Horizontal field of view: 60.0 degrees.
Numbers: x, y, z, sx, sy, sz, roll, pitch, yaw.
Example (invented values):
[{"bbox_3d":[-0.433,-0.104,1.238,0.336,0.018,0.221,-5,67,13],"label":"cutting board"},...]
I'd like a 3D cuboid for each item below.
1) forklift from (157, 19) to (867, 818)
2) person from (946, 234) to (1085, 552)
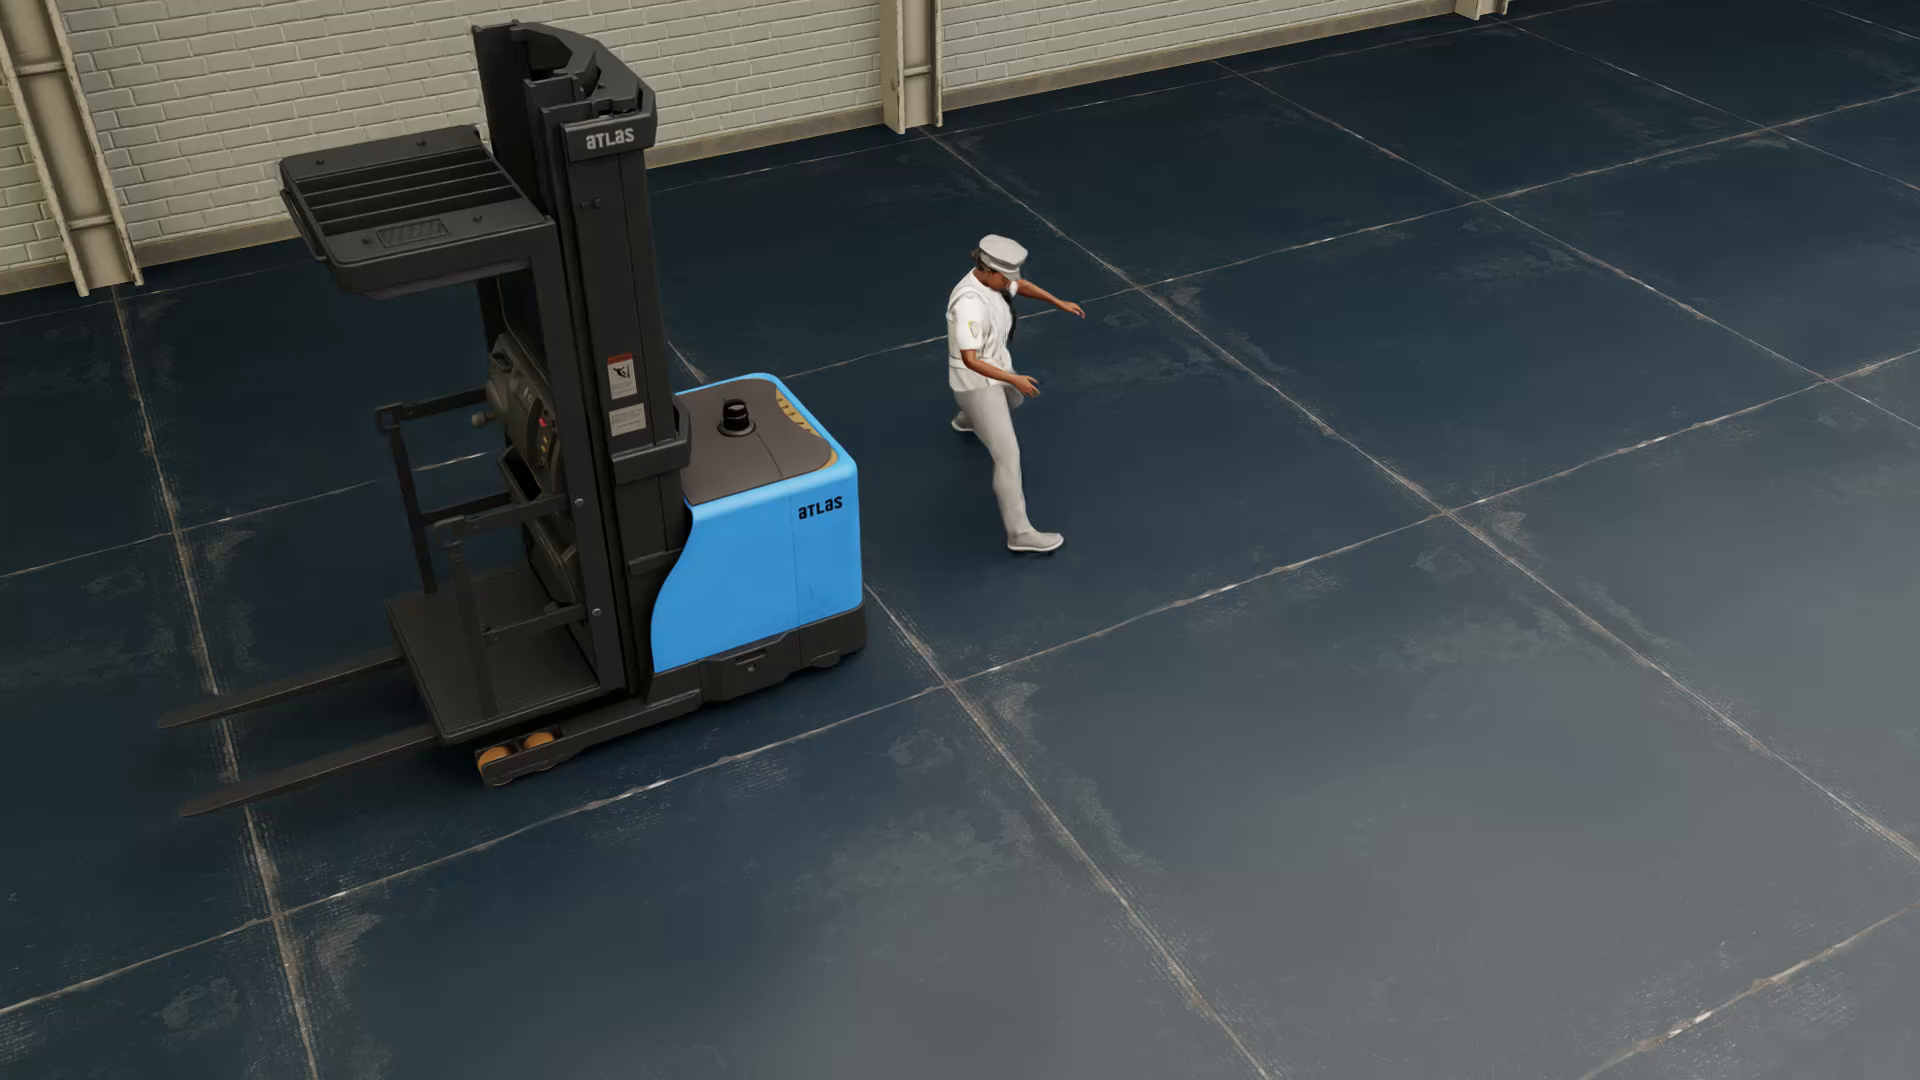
[{"bbox_3d":[-1.980,-0.489,6.815,3.031,2.935,1.130,-18,39,-23],"label":"forklift"},{"bbox_3d":[0.259,-0.893,8.655,0.878,1.473,1.204,11,37,15],"label":"person"}]
